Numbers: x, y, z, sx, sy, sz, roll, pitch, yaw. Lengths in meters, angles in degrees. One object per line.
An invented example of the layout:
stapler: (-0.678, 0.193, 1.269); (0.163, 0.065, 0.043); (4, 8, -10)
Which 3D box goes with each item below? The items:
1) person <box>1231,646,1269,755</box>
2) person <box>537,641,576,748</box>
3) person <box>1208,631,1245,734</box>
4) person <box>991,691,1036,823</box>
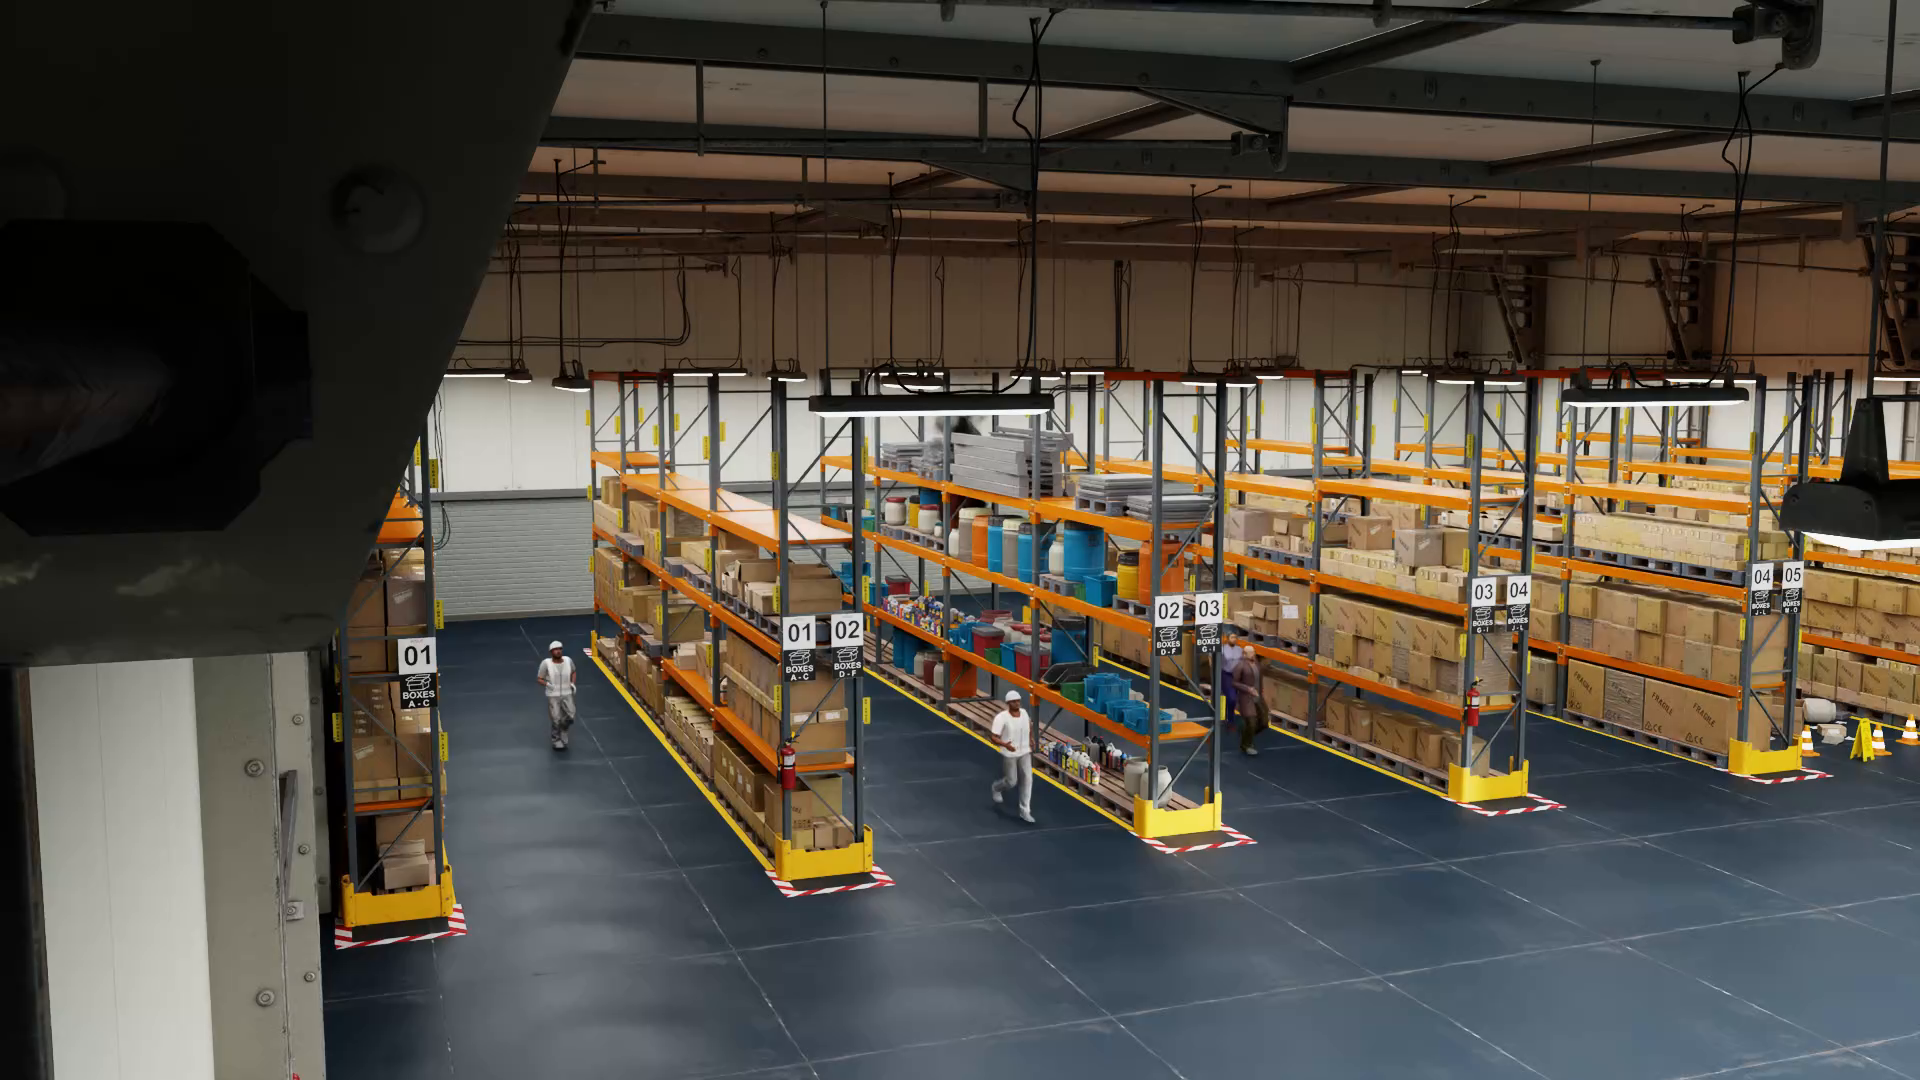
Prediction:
person: (4.617, 2.534, 26.281); (0.703, 1.729, 0.651); (-4, 8, -33)
person: (-6.401, 2.489, 26.625); (0.669, 1.737, 0.589); (-4, 7, -29)
person: (4.552, 2.386, 28.100); (0.579, 1.711, 0.764); (-4, 7, -29)
person: (0.757, 2.932, 22.816); (0.712, 1.754, 0.932); (-4, 7, -29)
